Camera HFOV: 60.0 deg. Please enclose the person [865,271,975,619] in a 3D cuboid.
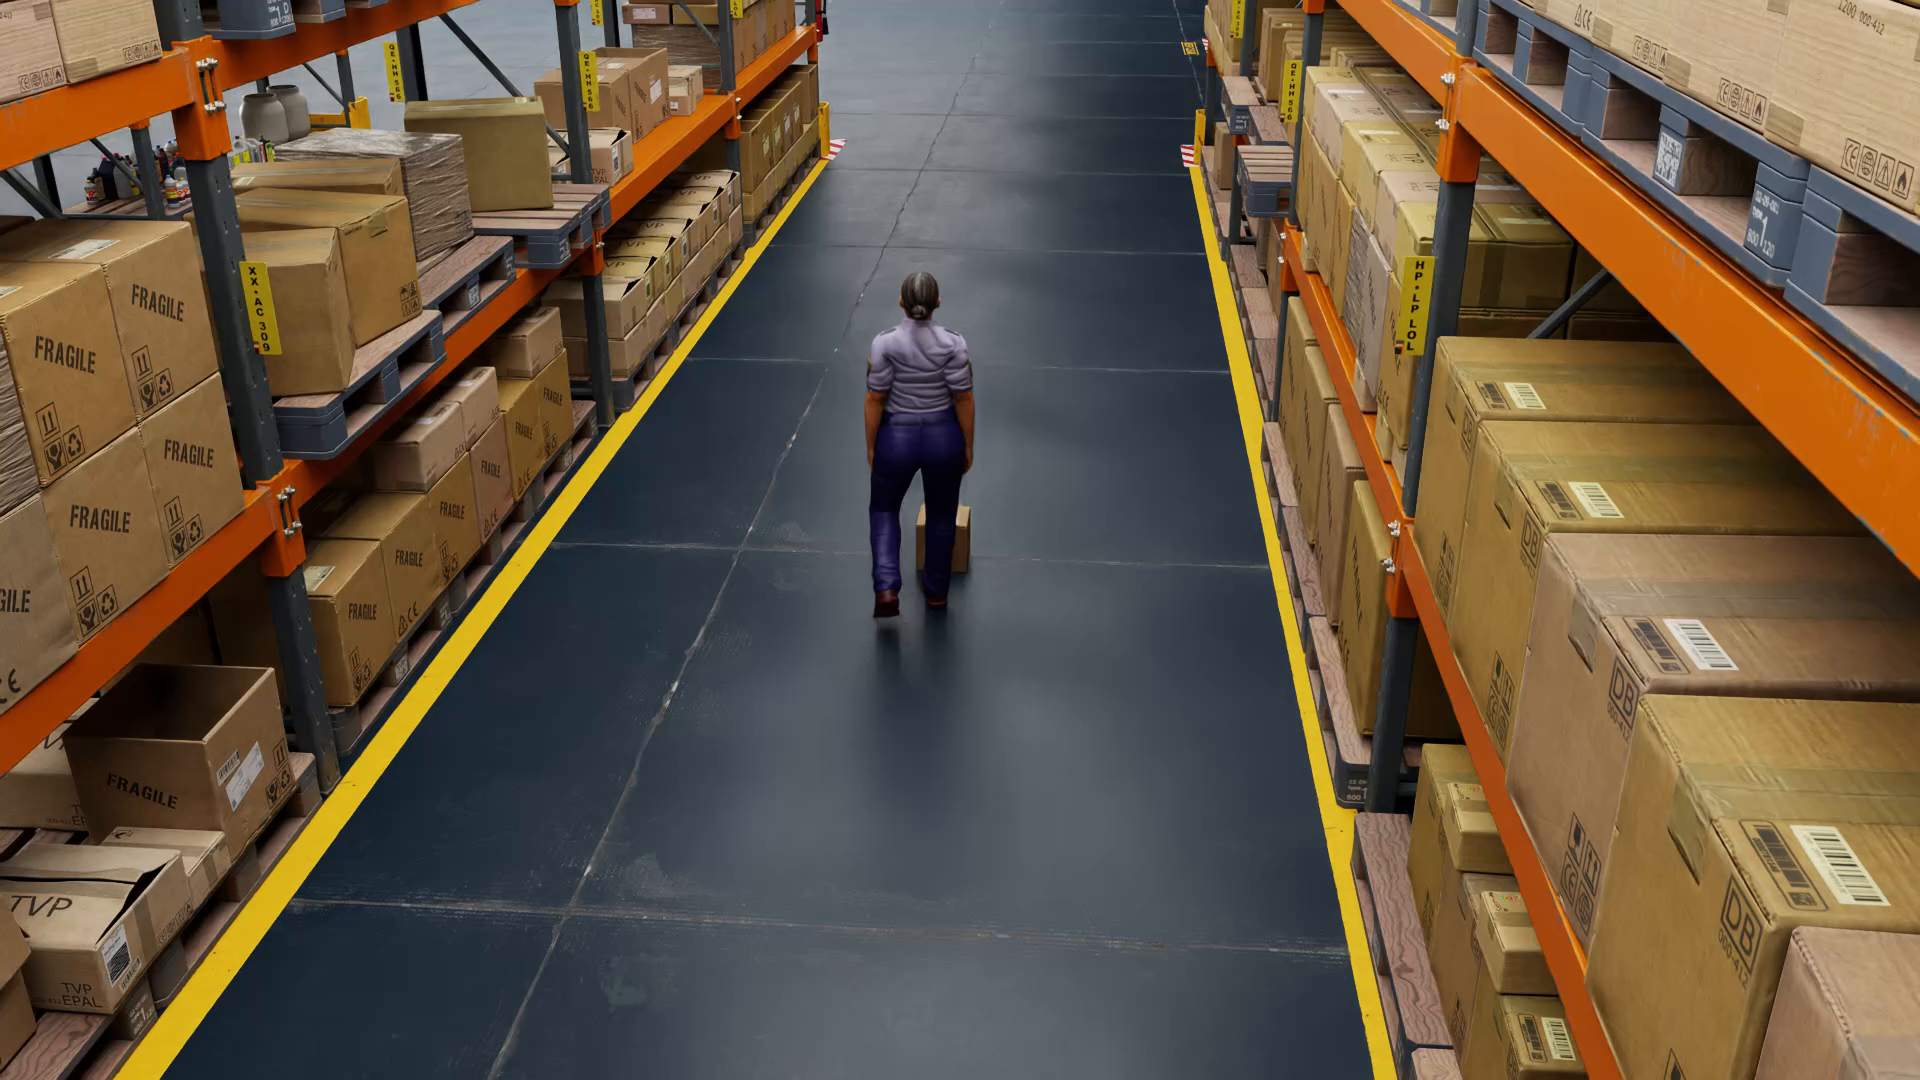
[{"bbox_3d":[-0.182,-0.421,7.517,0.491,1.637,0.584,-2,25,-5],"label":"person"}]
